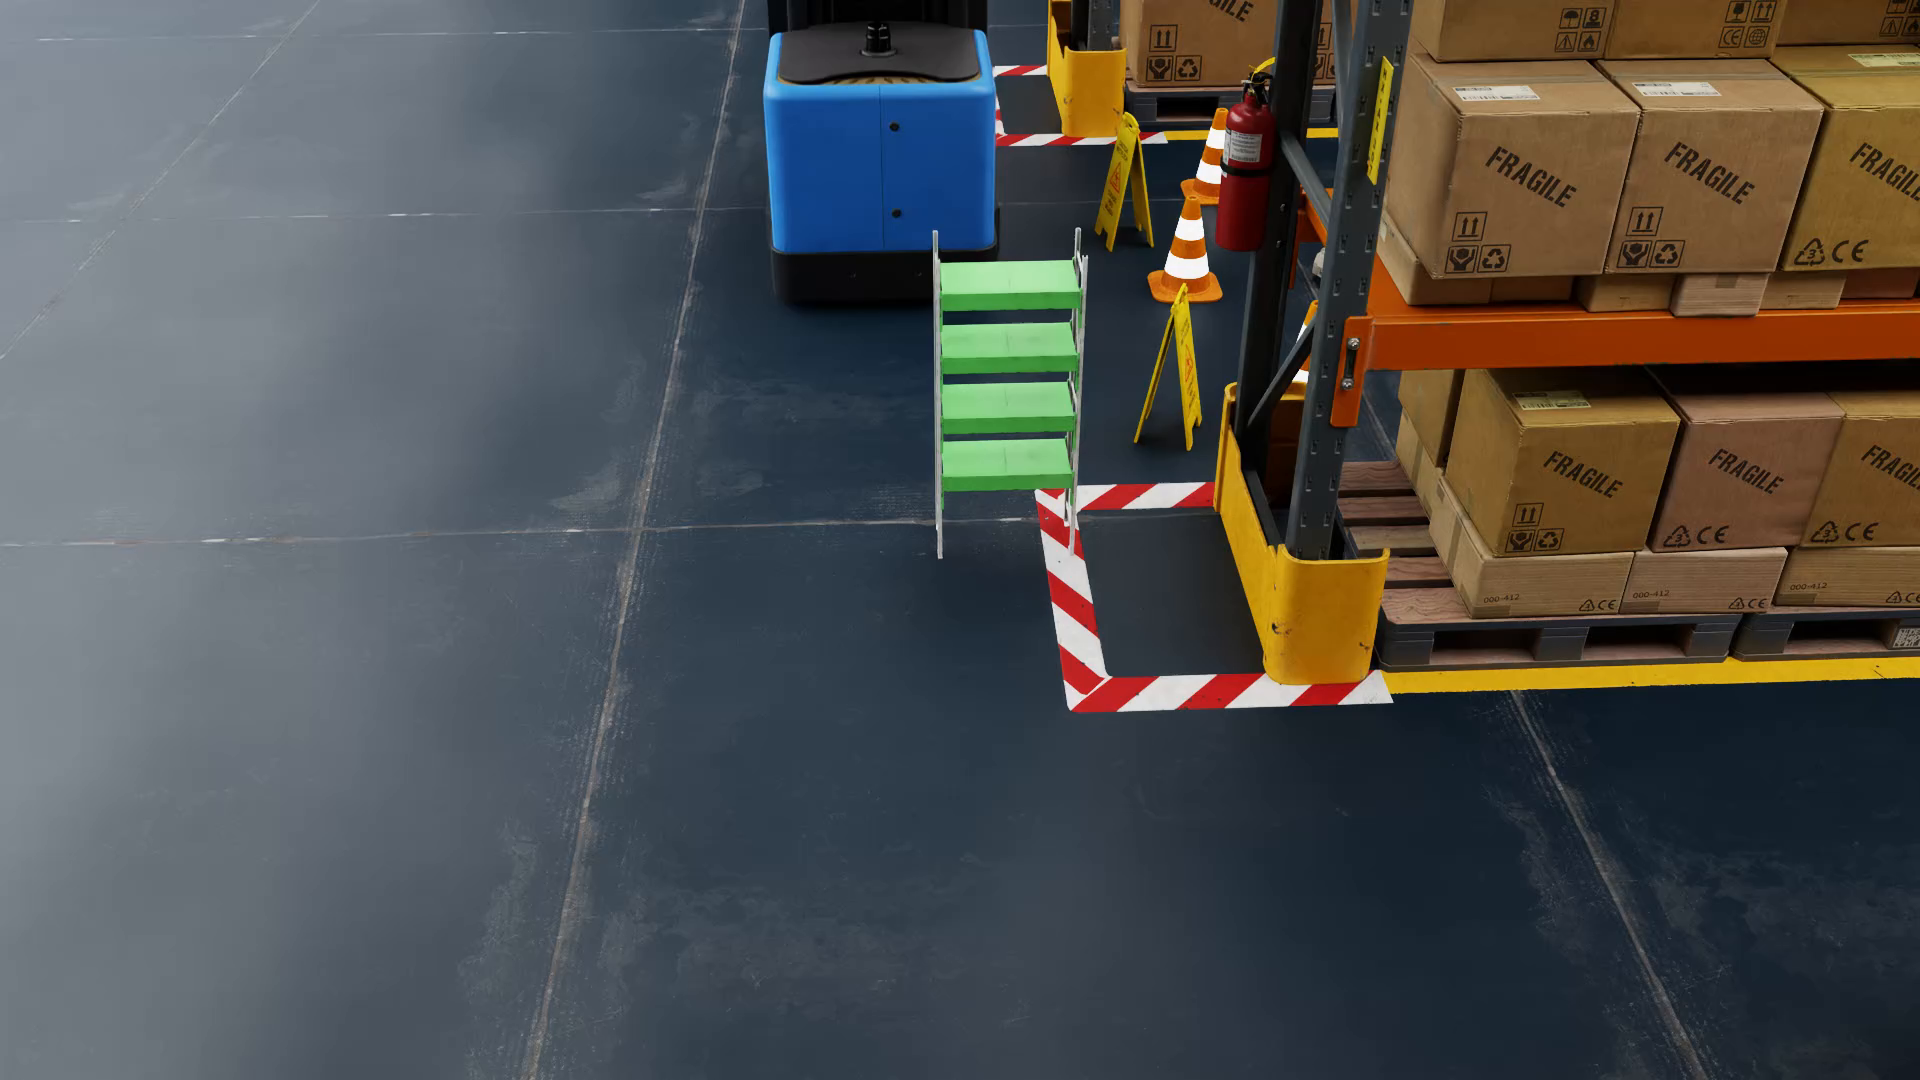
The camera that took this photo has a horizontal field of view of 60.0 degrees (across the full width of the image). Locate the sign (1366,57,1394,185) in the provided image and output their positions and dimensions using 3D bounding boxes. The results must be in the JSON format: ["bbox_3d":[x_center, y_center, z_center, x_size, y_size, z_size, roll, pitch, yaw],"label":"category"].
[{"bbox_3d":[1.130,-1.129,4.485,0.005,0.325,0.100,-2,35,-2],"label":"sign"}]

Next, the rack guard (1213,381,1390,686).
[{"bbox_3d":[1.181,-0.056,5.892,0.348,0.500,1.175,-2,35,-2],"label":"rack guard"}]

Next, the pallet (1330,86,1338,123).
[{"bbox_3d":[2.780,-2.843,10.173,1.213,0.211,1.003,-2,35,-2],"label":"pallet"}]

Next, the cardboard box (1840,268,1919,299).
[{"bbox_3d":[2.748,-0.894,5.127,0.250,0.149,0.380,0,35,-1],"label":"cardboard box"}]

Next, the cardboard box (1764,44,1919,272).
[{"bbox_3d":[2.617,-1.131,4.899,0.500,0.500,0.500,-2,35,-3],"label":"cardboard box"}]

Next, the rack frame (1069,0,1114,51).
[{"bbox_3d":[0.769,-3.893,9.239,0.127,3.000,1.000,-2,35,-2],"label":"rack frame"}]

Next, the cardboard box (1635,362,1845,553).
[{"bbox_3d":[2.469,-0.314,5.457,0.500,0.500,0.500,-3,35,-4],"label":"cardboard box"}]

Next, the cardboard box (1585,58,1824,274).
[{"bbox_3d":[2.108,-1.116,4.878,0.500,0.500,0.500,-1,35,-1],"label":"cardboard box"}]

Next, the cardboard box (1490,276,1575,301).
[{"bbox_3d":[1.705,-0.885,5.114,0.250,0.149,0.380,-1,35,-2],"label":"cardboard box"}]

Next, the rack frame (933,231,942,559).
[{"bbox_3d":[-0.079,-0.491,5.905,0.015,1.200,0.240,-2,35,-2],"label":"rack frame"}]

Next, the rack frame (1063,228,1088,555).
[{"bbox_3d":[0.409,-0.504,5.924,0.015,1.200,0.240,-2,35,-2],"label":"rack frame"}]

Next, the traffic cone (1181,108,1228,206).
[{"bbox_3d":[1.367,-2.057,8.815,0.334,0.463,0.336,-2,35,-2],"label":"traffic cone"}]

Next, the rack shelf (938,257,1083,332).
[{"bbox_3d":[0.165,-0.840,5.678,0.480,0.148,0.258,-2,35,-2],"label":"rack shelf"}]

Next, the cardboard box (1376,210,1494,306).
[{"bbox_3d":[1.454,-0.870,5.092,0.250,0.149,0.380,-1,35,-2],"label":"cardboard box"}]

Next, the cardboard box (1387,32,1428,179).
[{"bbox_3d":[1.634,-1.417,5.312,0.500,0.500,0.500,-2,35,-3],"label":"cardboard box"}]

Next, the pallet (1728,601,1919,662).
[{"bbox_3d":[3.209,0.030,6.022,1.213,0.211,1.003,-2,35,-2],"label":"pallet"}]

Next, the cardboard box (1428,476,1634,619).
[{"bbox_3d":[1.923,0.012,5.645,0.500,0.250,0.500,-2,35,-3],"label":"cardboard box"}]

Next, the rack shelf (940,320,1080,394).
[{"bbox_3d":[0.165,-0.643,5.815,0.480,0.148,0.258,-2,35,-2],"label":"rack shelf"}]

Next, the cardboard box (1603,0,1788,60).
[{"bbox_3d":[2.110,-1.804,4.993,0.500,0.500,0.700,-1,35,-2],"label":"cardboard box"}]

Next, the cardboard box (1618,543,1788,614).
[{"bbox_3d":[2.434,0.002,5.658,0.500,0.250,0.500,0,35,-1],"label":"cardboard box"}]

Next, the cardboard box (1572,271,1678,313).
[{"bbox_3d":[1.974,-0.846,5.057,0.250,0.149,0.380,-3,35,-4],"label":"cardboard box"}]

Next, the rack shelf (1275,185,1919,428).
[{"bbox_3d":[3.102,-0.840,5.460,4.000,0.370,1.077,-2,35,-2],"label":"rack shelf"}]

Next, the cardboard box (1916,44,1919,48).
[{"bbox_3d":[3.125,-1.149,4.925,0.500,0.500,0.500,-2,35,-3],"label":"cardboard box"}]

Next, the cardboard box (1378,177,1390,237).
[{"bbox_3d":[1.468,-1.110,5.439,0.250,0.149,0.380,0,35,-1],"label":"cardboard box"}]

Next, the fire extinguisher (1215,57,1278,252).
[{"bbox_3d":[0.968,-1.309,5.573,0.183,0.674,0.296,-2,35,-2],"label":"fire extinguisher"}]

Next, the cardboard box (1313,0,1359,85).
[{"bbox_3d":[2.322,-3.273,9.841,0.875,0.875,0.875,-2,35,-3],"label":"cardboard box"}]

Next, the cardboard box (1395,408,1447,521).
[{"bbox_3d":[1.923,-0.299,6.094,0.500,0.250,0.500,-2,35,-2],"label":"cardboard box"}]

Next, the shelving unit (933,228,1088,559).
[{"bbox_3d":[0.165,-0.498,5.915,0.503,1.200,0.258,-2,35,-2],"label":"shelving unit"}]

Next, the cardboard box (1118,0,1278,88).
[{"bbox_3d":[1.444,-3.248,9.805,0.875,0.875,0.875,-1,35,-2],"label":"cardboard box"}]

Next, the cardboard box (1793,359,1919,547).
[{"bbox_3d":[2.971,-0.323,5.469,0.500,0.500,0.500,-1,35,-1],"label":"cardboard box"}]

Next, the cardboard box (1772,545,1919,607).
[{"bbox_3d":[2.978,-0.020,5.690,0.500,0.250,0.500,1,35,1],"label":"cardboard box"}]

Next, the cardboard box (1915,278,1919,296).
[{"bbox_3d":[3.012,-0.884,5.113,0.250,0.149,0.380,-2,35,-3],"label":"cardboard box"}]

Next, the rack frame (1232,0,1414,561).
[{"bbox_3d":[1.105,-1.082,5.177,0.127,3.000,1.000,-2,35,-2],"label":"rack frame"}]

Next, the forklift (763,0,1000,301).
[{"bbox_3d":[-0.419,-3.126,8.191,1.130,2.935,3.031,-2,35,-2],"label":"forklift"}]

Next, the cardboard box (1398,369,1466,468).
[{"bbox_3d":[1.893,-0.602,5.872,0.500,0.500,0.500,-1,35,-2],"label":"cardboard box"}]

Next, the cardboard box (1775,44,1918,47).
[{"bbox_3d":[2.634,-1.439,5.344,0.500,0.500,0.500,-2,35,-2],"label":"cardboard box"}]

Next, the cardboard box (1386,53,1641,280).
[{"bbox_3d":[1.591,-1.100,4.855,0.500,0.500,0.500,-2,35,-3],"label":"cardboard box"}]

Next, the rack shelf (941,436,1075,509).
[{"bbox_3d":[0.165,-0.248,6.088,0.480,0.148,0.258,-2,35,-2],"label":"rack shelf"}]

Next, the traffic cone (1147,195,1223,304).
[{"bbox_3d":[1.081,-1.405,7.874,0.334,0.463,0.336,-2,35,-2],"label":"traffic cone"}]

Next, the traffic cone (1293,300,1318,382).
[{"bbox_3d":[1.473,-0.784,6.976,0.334,0.463,0.336,-2,35,-2],"label":"traffic cone"}]

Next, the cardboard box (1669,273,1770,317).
[{"bbox_3d":[2.230,-0.827,5.029,0.250,0.149,0.380,-1,35,-1],"label":"cardboard box"}]

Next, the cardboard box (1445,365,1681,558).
[{"bbox_3d":[1.947,-0.298,5.433,0.500,0.500,0.500,-3,35,-4],"label":"cardboard box"}]

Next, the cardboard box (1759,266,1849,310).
[{"bbox_3d":[2.487,-0.853,5.067,0.250,0.149,0.380,-1,35,-1],"label":"cardboard box"}]

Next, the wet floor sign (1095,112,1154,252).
[{"bbox_3d":[0.834,-1.799,8.282,0.232,0.644,0.267,-7,35,-10],"label":"wet floor sign"}]

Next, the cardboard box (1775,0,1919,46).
[{"bbox_3d":[2.615,-1.876,5.097,0.500,0.500,0.700,-2,35,-3],"label":"cardboard box"}]

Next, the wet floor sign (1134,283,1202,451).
[{"bbox_3d":[0.864,-0.717,6.719,0.232,0.644,0.267,10,36,14],"label":"wet floor sign"}]

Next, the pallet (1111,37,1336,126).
[{"bbox_3d":[1.564,-2.812,10.128,1.213,0.211,1.003,-2,35,-2],"label":"pallet"}]

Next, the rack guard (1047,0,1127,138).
[{"bbox_3d":[0.745,-2.864,9.950,0.348,0.500,1.175,-2,35,-2],"label":"rack guard"}]

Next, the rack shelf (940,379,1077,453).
[{"bbox_3d":[0.165,-0.445,5.951,0.480,0.148,0.258,-2,35,-2],"label":"rack shelf"}]

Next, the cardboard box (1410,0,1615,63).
[{"bbox_3d":[1.605,-1.794,4.979,0.500,0.500,0.700,-2,35,-3],"label":"cardboard box"}]

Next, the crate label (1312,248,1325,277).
[{"bbox_3d":[1.863,-1.328,8.048,0.298,0.136,0.250,-20,39,-26],"label":"crate label"}]

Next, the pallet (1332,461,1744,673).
[{"bbox_3d":[1.994,0.061,5.976,1.213,0.211,1.003,-2,35,-2],"label":"pallet"}]
